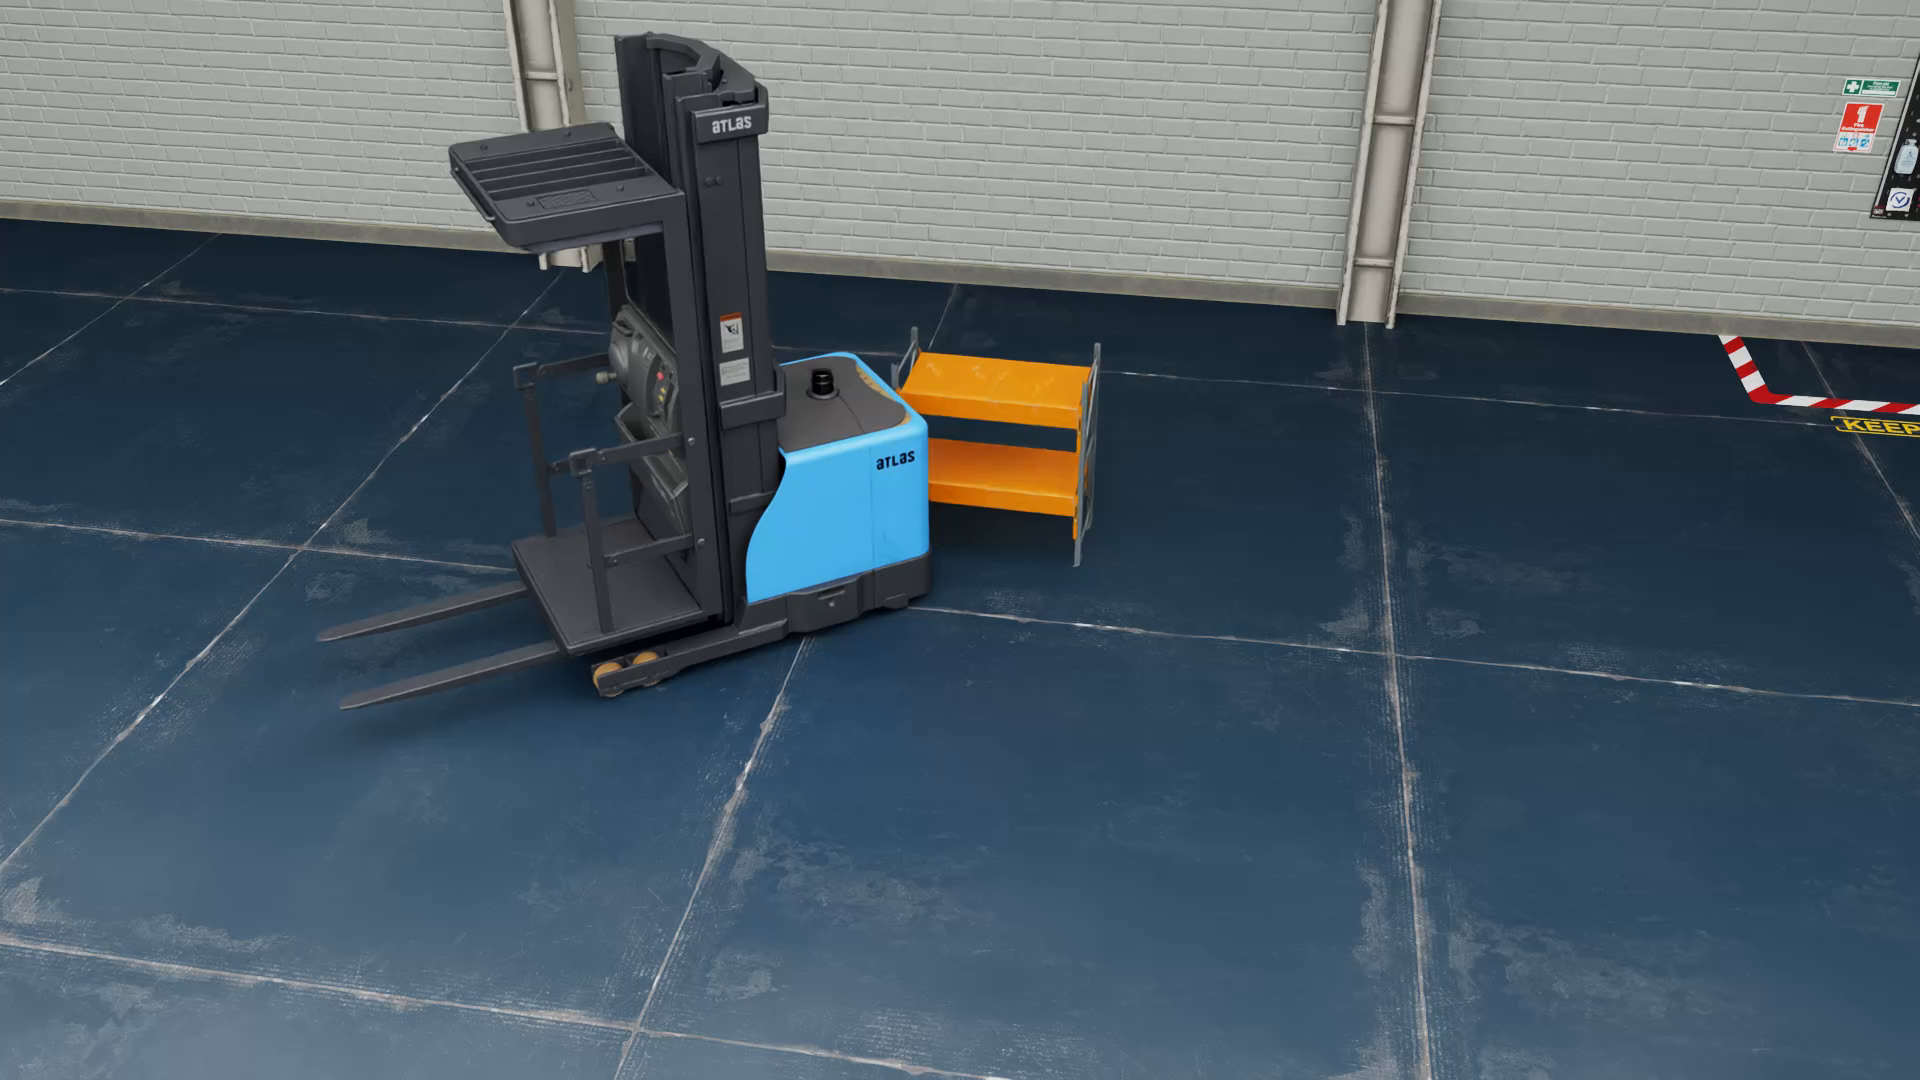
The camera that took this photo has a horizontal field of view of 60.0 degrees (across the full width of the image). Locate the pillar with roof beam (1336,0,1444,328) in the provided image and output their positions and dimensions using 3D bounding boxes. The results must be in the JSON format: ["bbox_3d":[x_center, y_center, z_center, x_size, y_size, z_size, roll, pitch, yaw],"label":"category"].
[{"bbox_3d":[2.192,-3.166,6.000,0.400,9.000,9.100,5,32,8],"label":"pillar with roof beam"}]

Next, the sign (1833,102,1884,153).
[{"bbox_3d":[5.874,-2.698,10.873,0.234,0.329,0.001,5,32,8],"label":"sign"}]

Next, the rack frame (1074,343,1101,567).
[{"bbox_3d":[0.697,-0.461,9.100,0.032,1.125,0.500,6,33,10],"label":"rack frame"}]

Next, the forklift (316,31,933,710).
[{"bbox_3d":[-1.697,-0.792,7.926,3.031,2.935,1.130,-15,35,-23],"label":"forklift"}]

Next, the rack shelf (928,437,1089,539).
[{"bbox_3d":[0.200,-0.309,9.318,1.000,0.278,0.538,6,33,10],"label":"rack shelf"}]

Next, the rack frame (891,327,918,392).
[{"bbox_3d":[-0.298,-0.572,9.277,0.032,1.125,0.500,6,33,10],"label":"rack frame"}]

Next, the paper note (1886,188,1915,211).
[{"bbox_3d":[6.239,-2.258,11.034,0.142,0.148,0.016,5,32,8],"label":"paper note"}]

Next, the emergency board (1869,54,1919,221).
[{"bbox_3d":[6.396,-2.589,10.734,0.626,1.169,0.157,5,32,8],"label":"emergency board"}]

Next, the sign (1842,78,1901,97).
[{"bbox_3d":[5.877,-2.917,10.724,0.331,0.109,0.001,5,32,8],"label":"sign"}]

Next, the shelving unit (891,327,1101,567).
[{"bbox_3d":[0.200,-0.516,9.188,1.048,1.125,0.538,6,33,10],"label":"shelving unit"}]

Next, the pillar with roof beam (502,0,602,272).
[{"bbox_3d":[-3.722,-3.701,6.855,0.400,9.000,9.100,5,32,8],"label":"pillar with roof beam"}]

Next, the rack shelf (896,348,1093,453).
[{"bbox_3d":[0.200,-0.764,9.033,1.000,0.278,0.538,6,33,10],"label":"rack shelf"}]
